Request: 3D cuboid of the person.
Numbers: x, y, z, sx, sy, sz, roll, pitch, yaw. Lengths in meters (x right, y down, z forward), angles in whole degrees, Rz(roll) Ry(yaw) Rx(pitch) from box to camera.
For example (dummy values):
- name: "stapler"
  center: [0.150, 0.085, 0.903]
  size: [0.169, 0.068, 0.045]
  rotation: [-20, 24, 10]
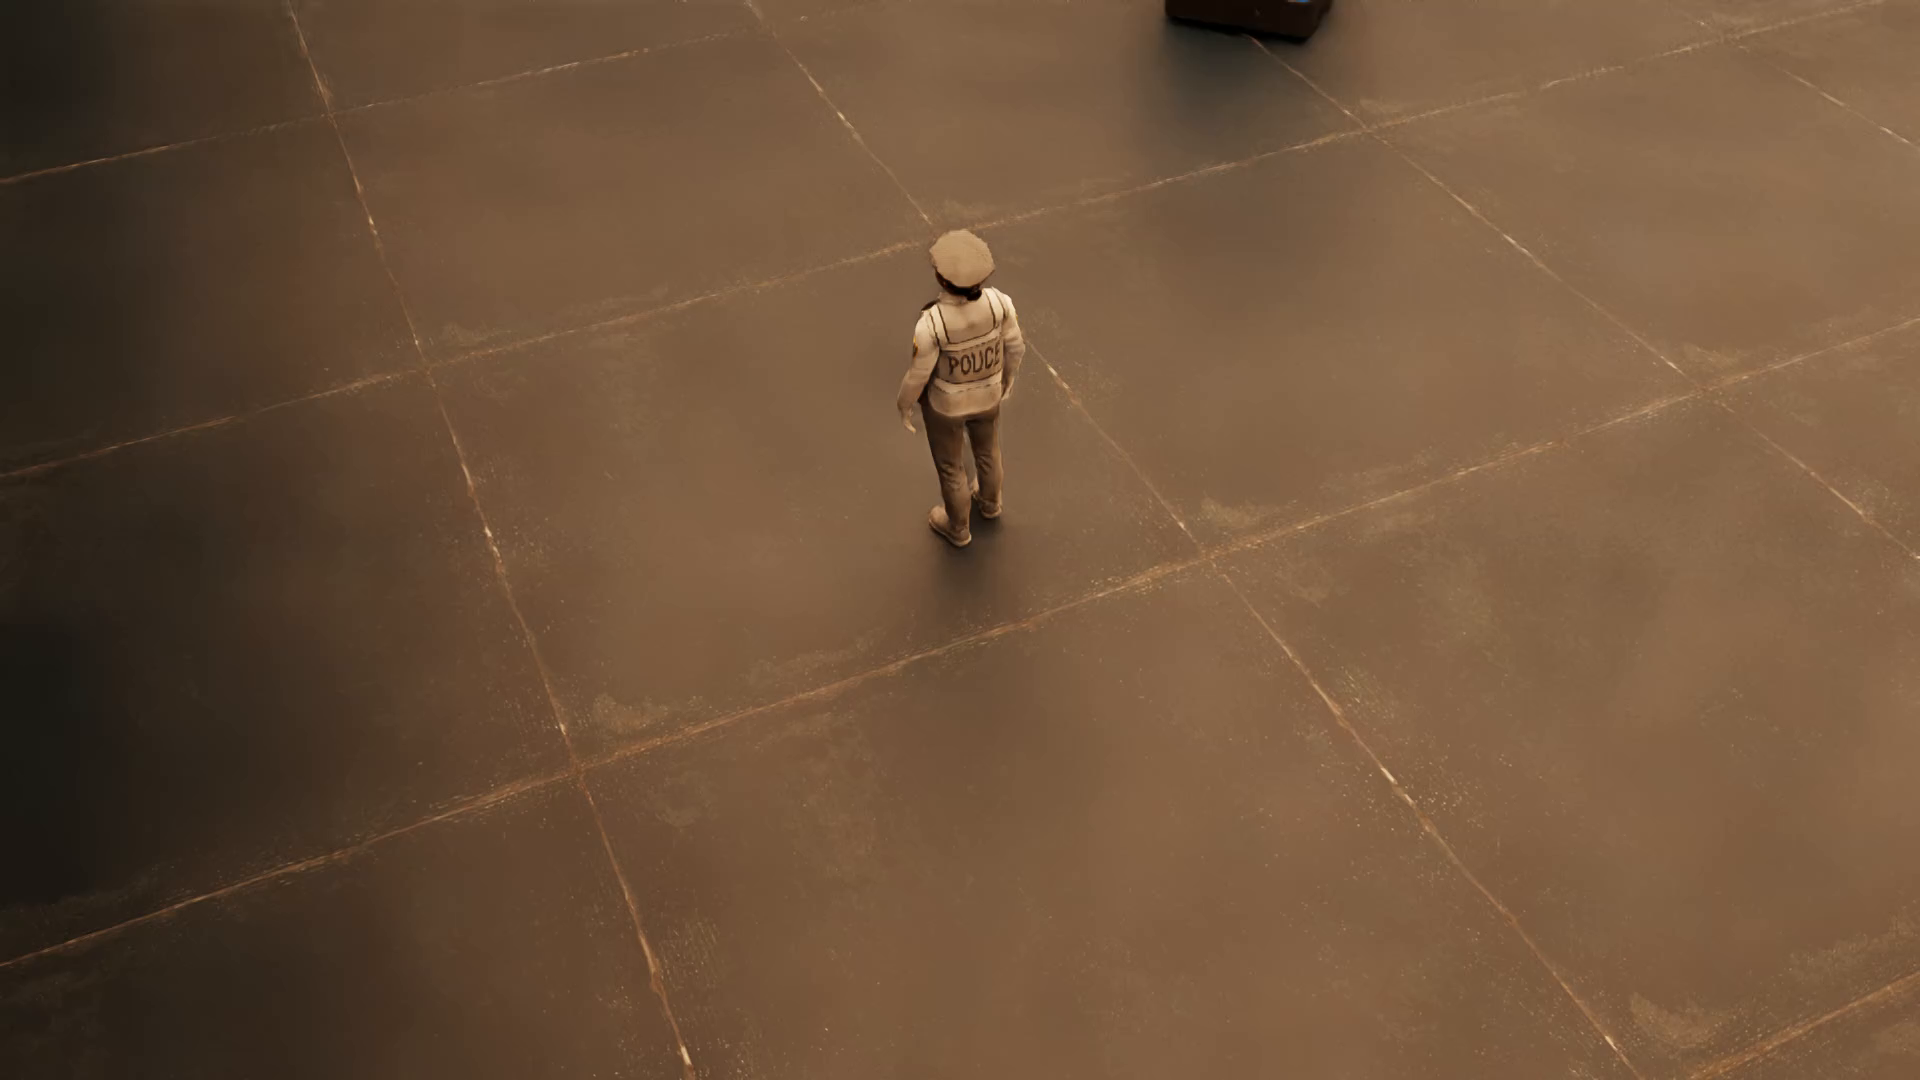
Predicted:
- name: "person"
  center: [-0.022, -0.669, 7.292]
  size: [0.586, 1.695, 0.532]
  rotation: [-18, 46, -18]

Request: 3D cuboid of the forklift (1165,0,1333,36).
- name: "forklift"
  center: [2.425, -5.556, 11.633]
  size: [1.130, 2.935, 3.031]
  rotation: [14, 45, 15]
